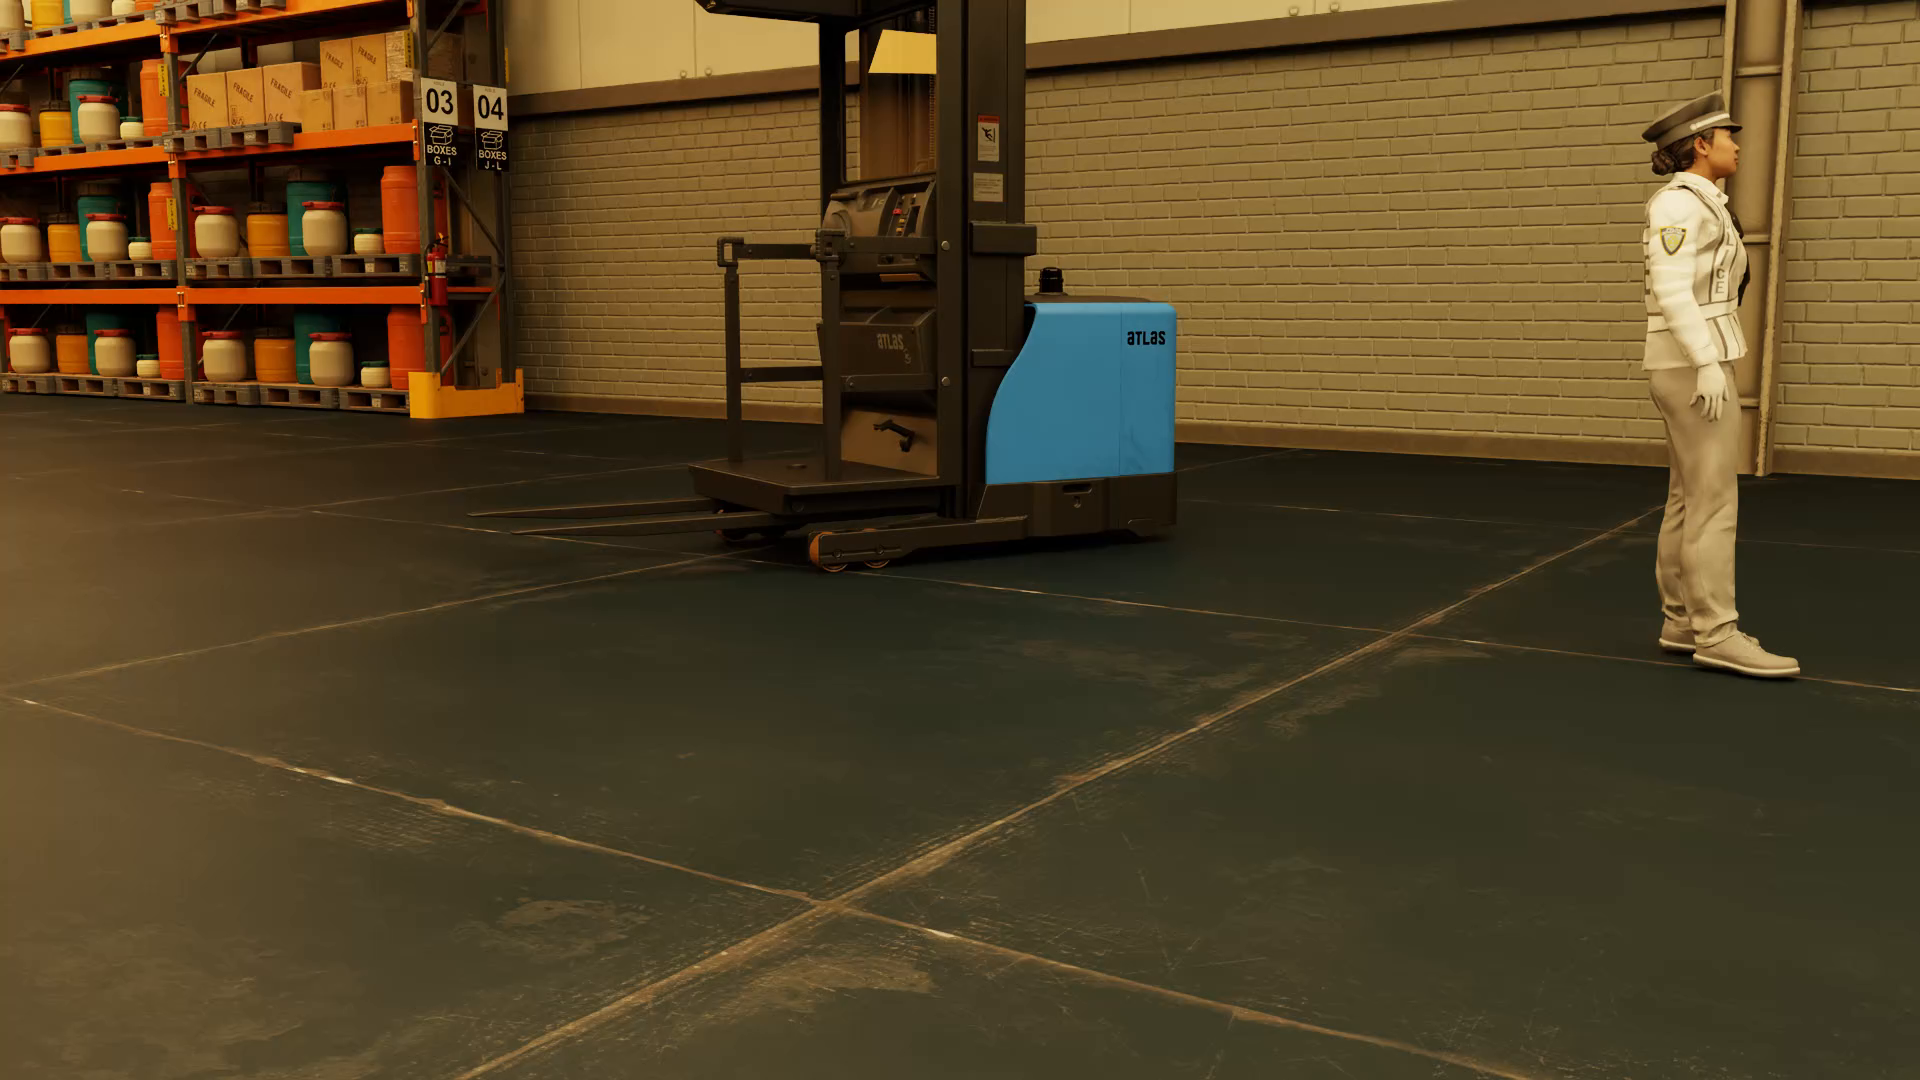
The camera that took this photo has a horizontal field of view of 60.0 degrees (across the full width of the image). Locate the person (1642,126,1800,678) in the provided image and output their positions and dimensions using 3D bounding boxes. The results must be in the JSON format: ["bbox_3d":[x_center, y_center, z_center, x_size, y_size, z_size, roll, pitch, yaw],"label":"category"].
[{"bbox_3d":[2.294,-0.461,4.963,0.488,1.640,0.569,4,9,27],"label":"person"}]

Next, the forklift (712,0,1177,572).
[{"bbox_3d":[-0.068,-1.414,7.362,1.939,2.867,1.129,-5,9,-31],"label":"forklift"}]
